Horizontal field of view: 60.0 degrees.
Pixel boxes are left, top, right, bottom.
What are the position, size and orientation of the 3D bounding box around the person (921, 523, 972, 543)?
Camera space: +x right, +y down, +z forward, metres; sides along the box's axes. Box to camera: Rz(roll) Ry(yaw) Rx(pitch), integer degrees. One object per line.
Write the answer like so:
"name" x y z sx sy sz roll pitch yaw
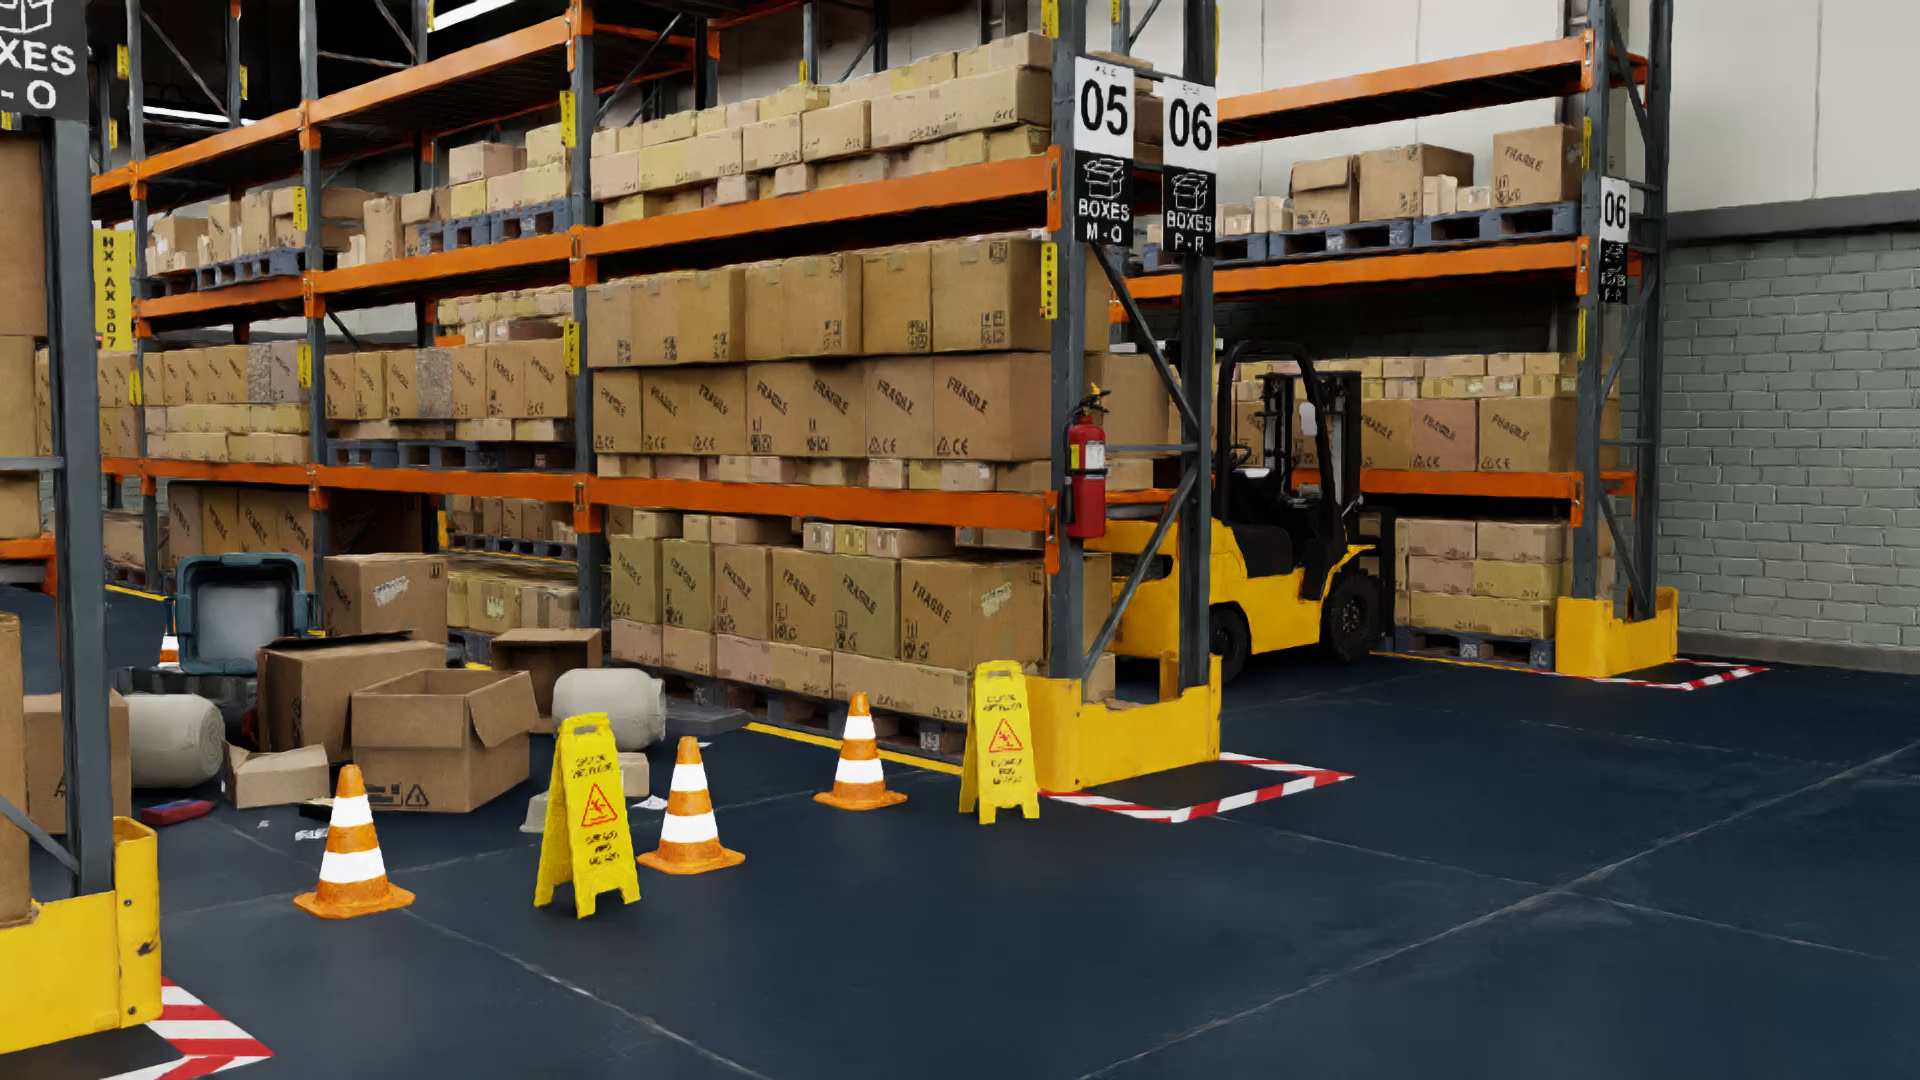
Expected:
"person" -0.088 -0.050 11.679 0.622 1.705 0.597 -3 5 -41
